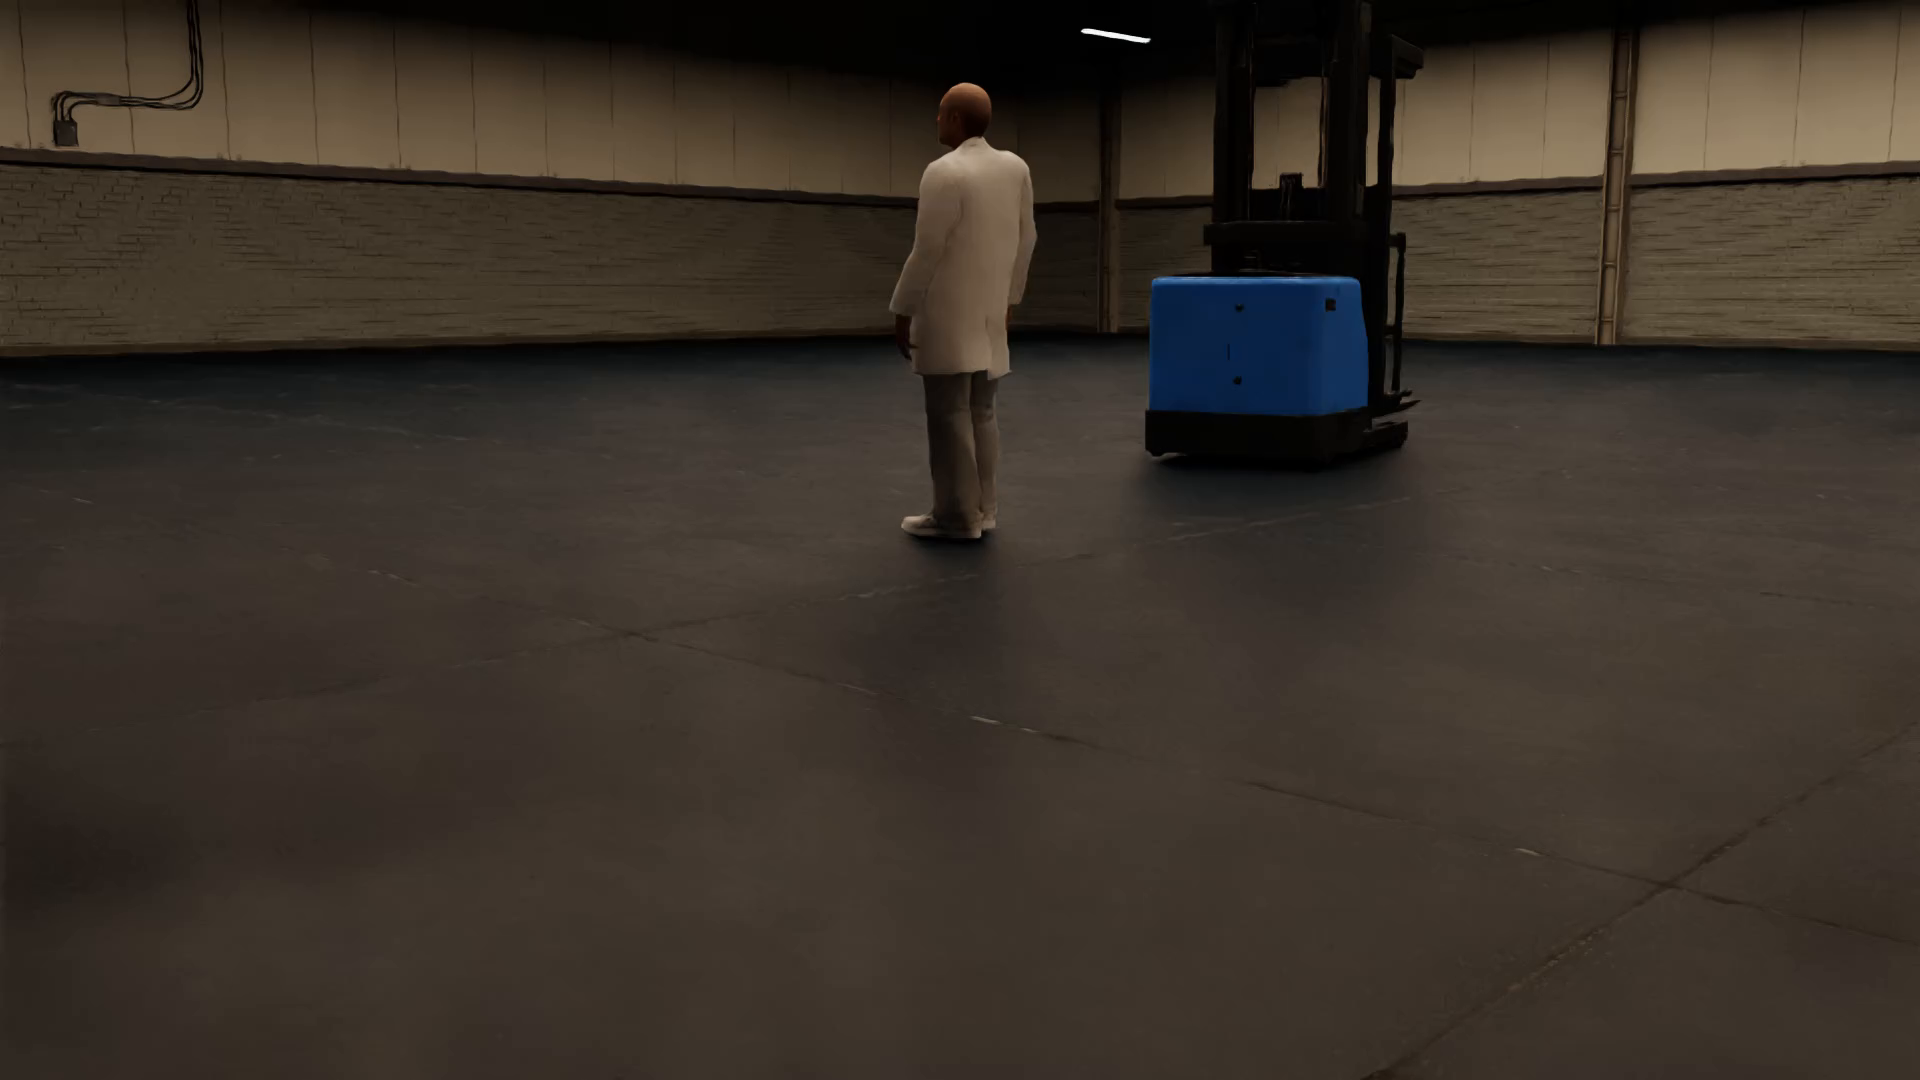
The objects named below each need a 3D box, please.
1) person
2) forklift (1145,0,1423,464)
[{"bbox_3d":[-0.062,-0.896,6.650,0.579,1.776,0.694,8,12,43],"label":"person"},{"bbox_3d":[2.239,-2.055,10.519,1.130,2.935,3.031,5,10,29],"label":"forklift"}]
